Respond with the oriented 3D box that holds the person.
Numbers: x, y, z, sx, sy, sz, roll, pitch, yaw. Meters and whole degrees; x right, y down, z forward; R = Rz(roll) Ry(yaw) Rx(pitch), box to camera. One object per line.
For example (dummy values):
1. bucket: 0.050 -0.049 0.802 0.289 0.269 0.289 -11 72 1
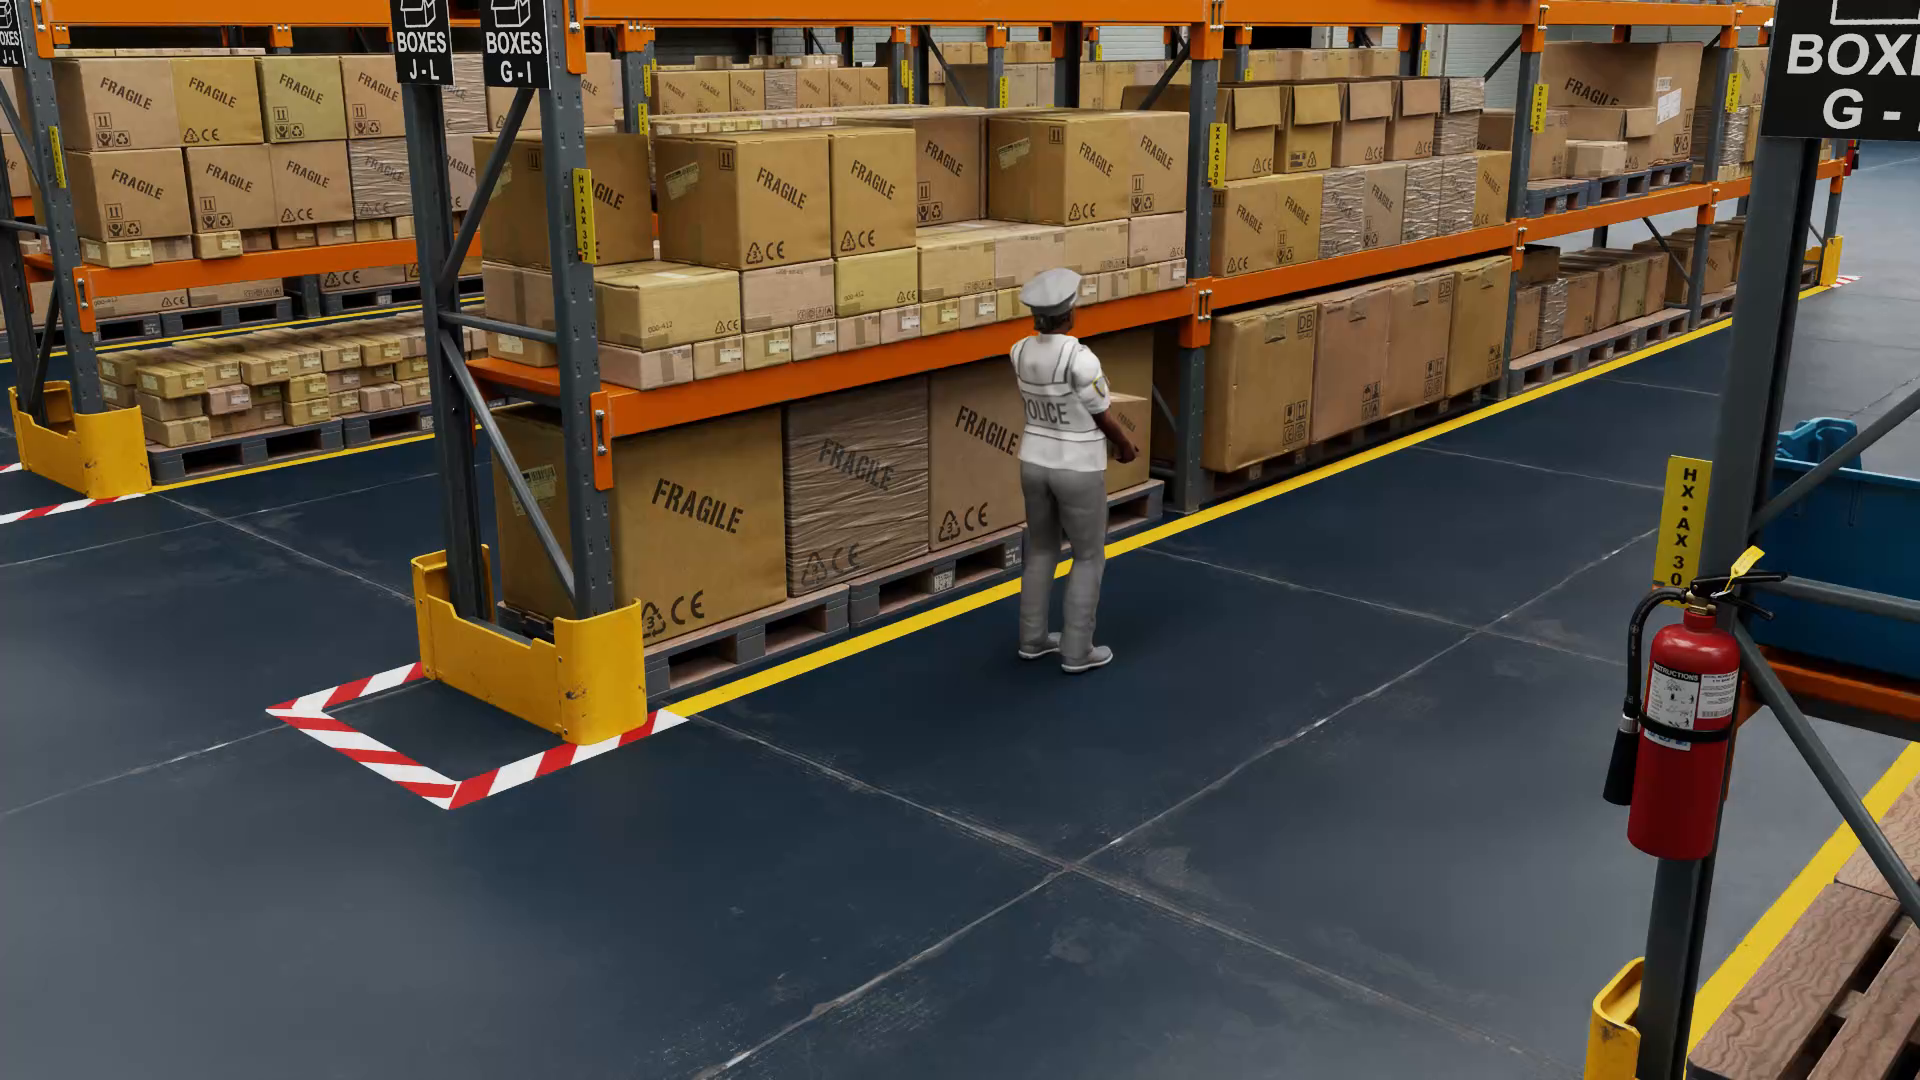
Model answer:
1. person: 0.480 -0.300 6.981 0.450 1.687 0.533 15 23 40
